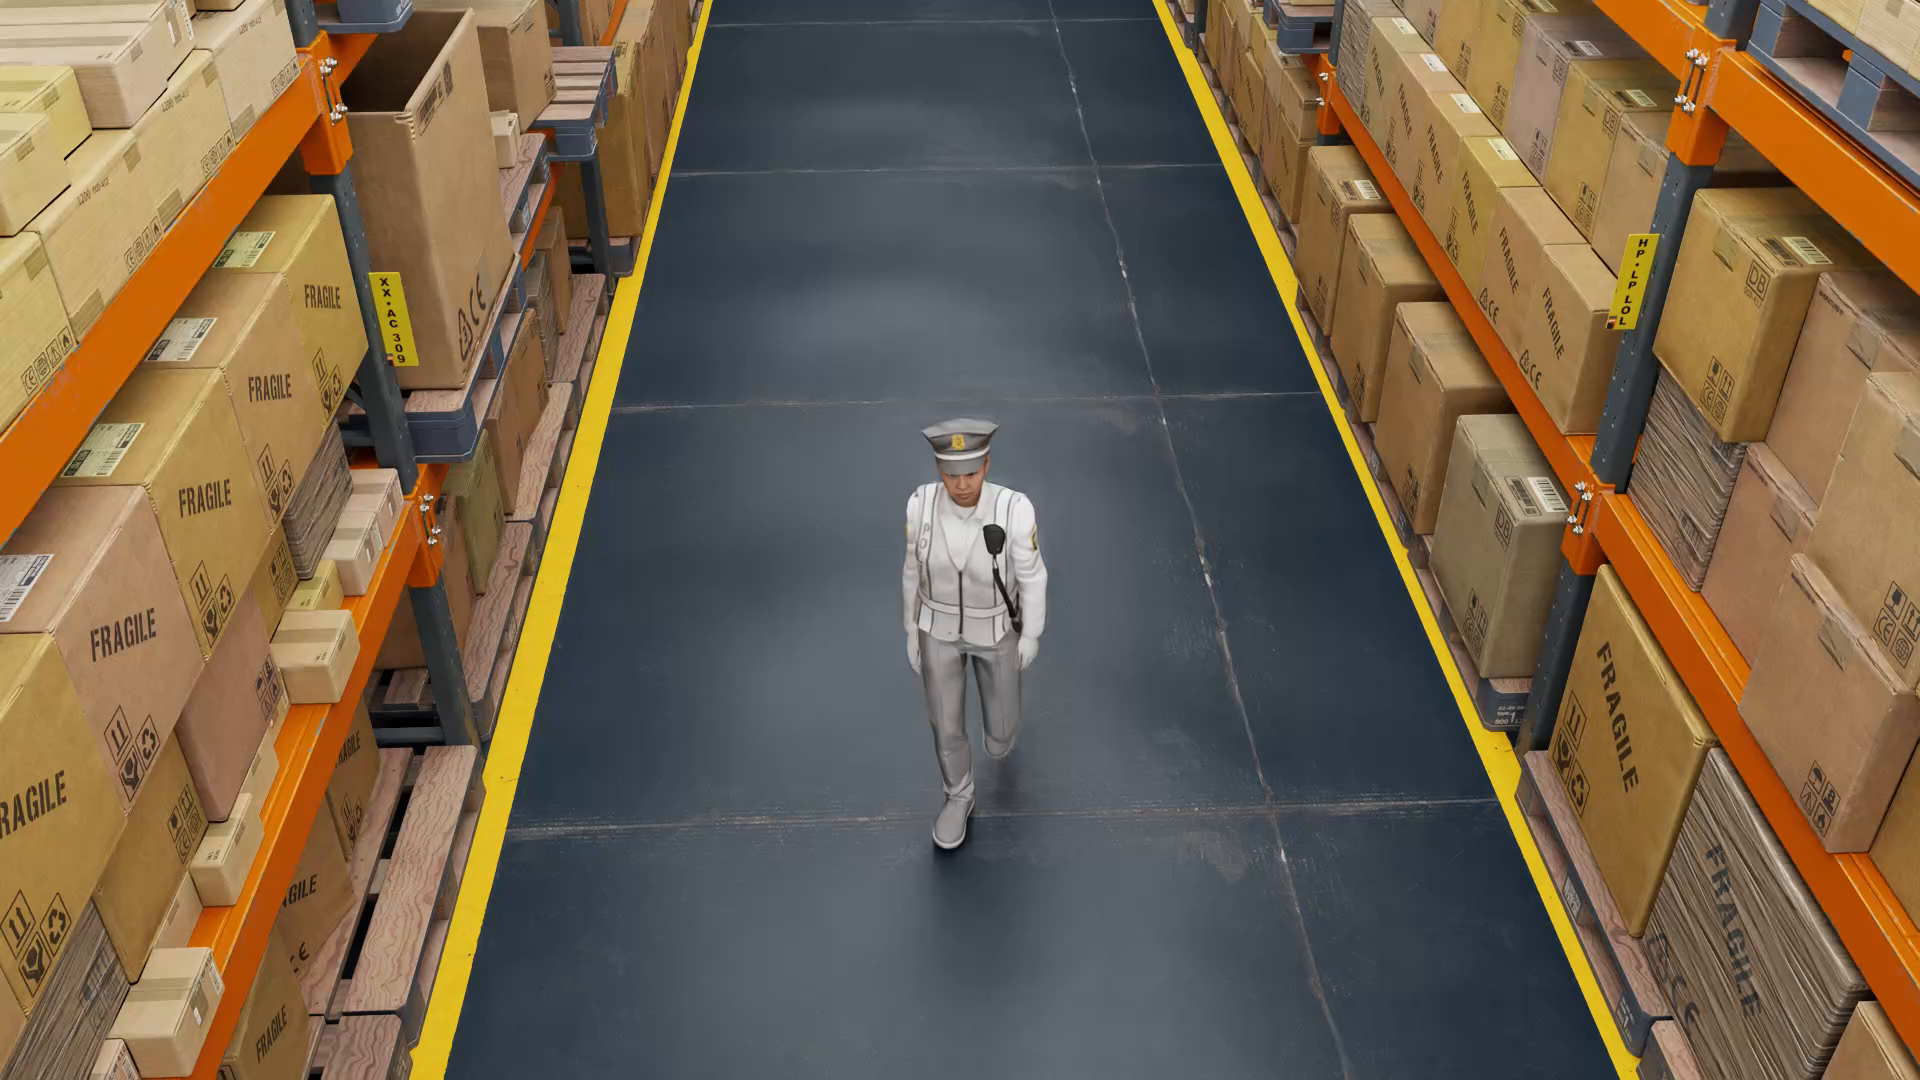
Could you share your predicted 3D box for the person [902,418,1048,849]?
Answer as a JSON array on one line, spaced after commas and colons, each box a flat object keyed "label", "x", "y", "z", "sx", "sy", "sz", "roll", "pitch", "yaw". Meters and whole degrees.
[{"label": "person", "x": 0.052, "y": 0.269, "z": 5.710, "sx": 0.493, "sy": 1.670, "sz": 0.606, "roll": 6, "pitch": 36, "yaw": 8}]
